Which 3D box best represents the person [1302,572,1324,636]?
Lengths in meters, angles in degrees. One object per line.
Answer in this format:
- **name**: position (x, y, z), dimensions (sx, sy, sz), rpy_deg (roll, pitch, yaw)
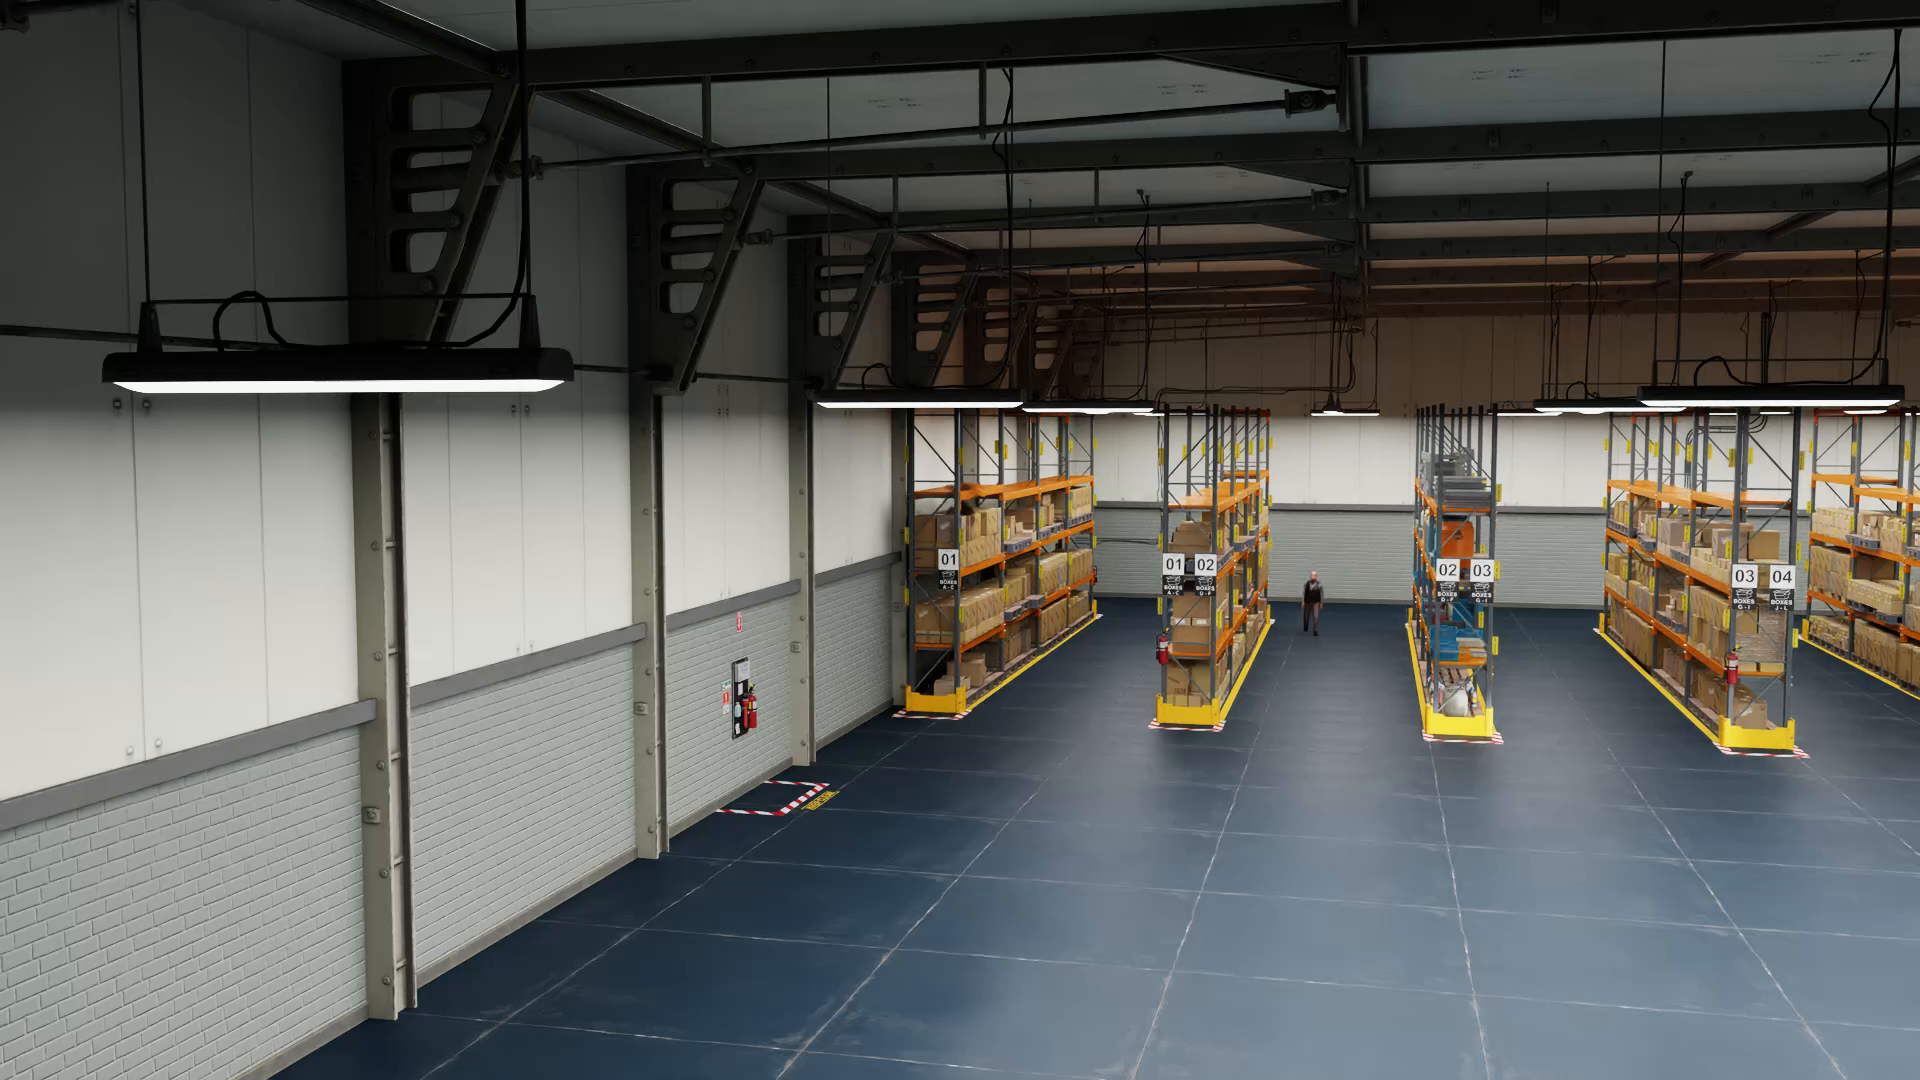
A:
- **person**: position (9.335, 1.673, 43.978), dimensions (0.570, 1.678, 0.841), rpy_deg (1, 4, 11)
